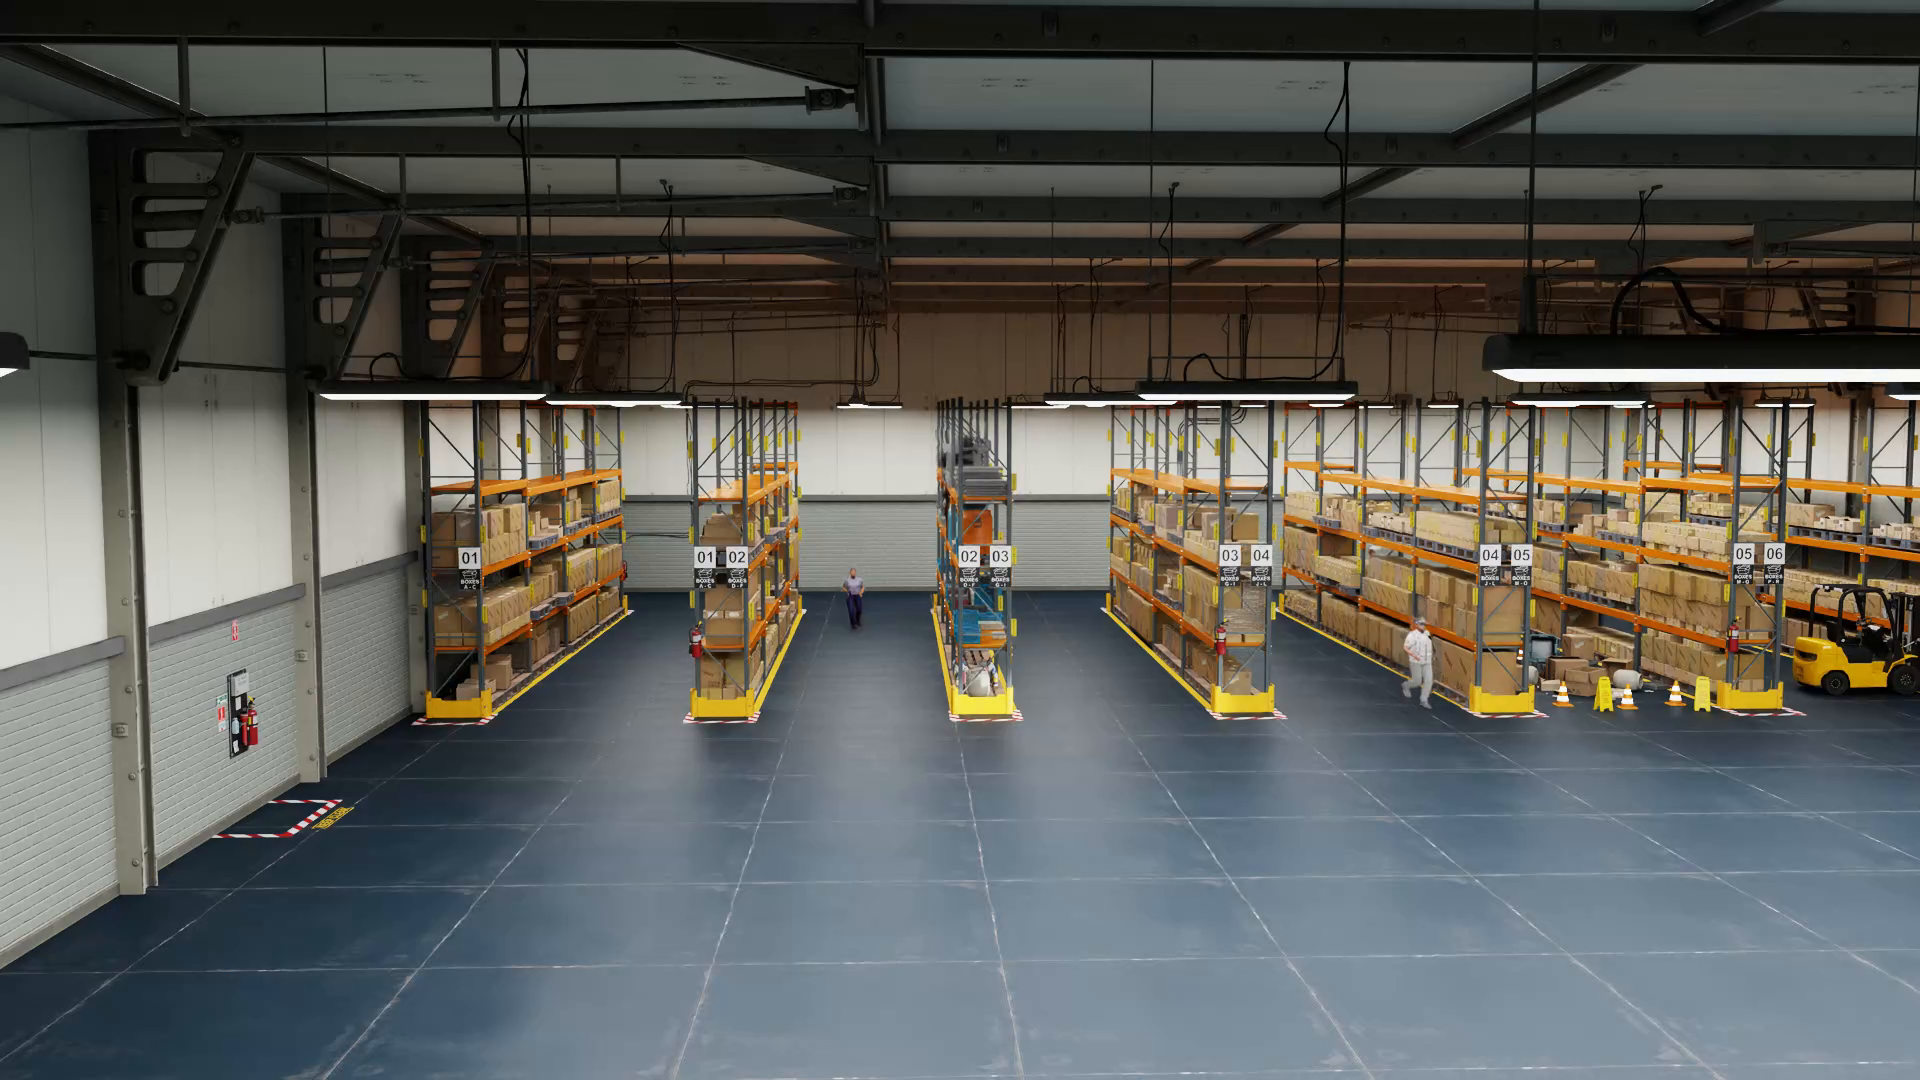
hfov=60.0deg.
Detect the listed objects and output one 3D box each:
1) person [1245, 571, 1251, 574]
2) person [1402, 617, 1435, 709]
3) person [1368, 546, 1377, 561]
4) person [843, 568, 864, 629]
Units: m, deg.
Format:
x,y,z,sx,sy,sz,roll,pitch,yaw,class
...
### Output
x,y,z,sx,sy,sz,roll,pitch,yaw,class
8.025,1.401,46.109,0.522,1.556,0.582,0,4,0,person
8.948,2.362,32.378,0.663,1.772,0.816,-1,5,-16,person
12.276,1.059,49.171,0.791,1.773,0.661,0,4,0,person
-2.784,1.545,43.712,0.581,1.603,0.516,-1,4,-8,person
